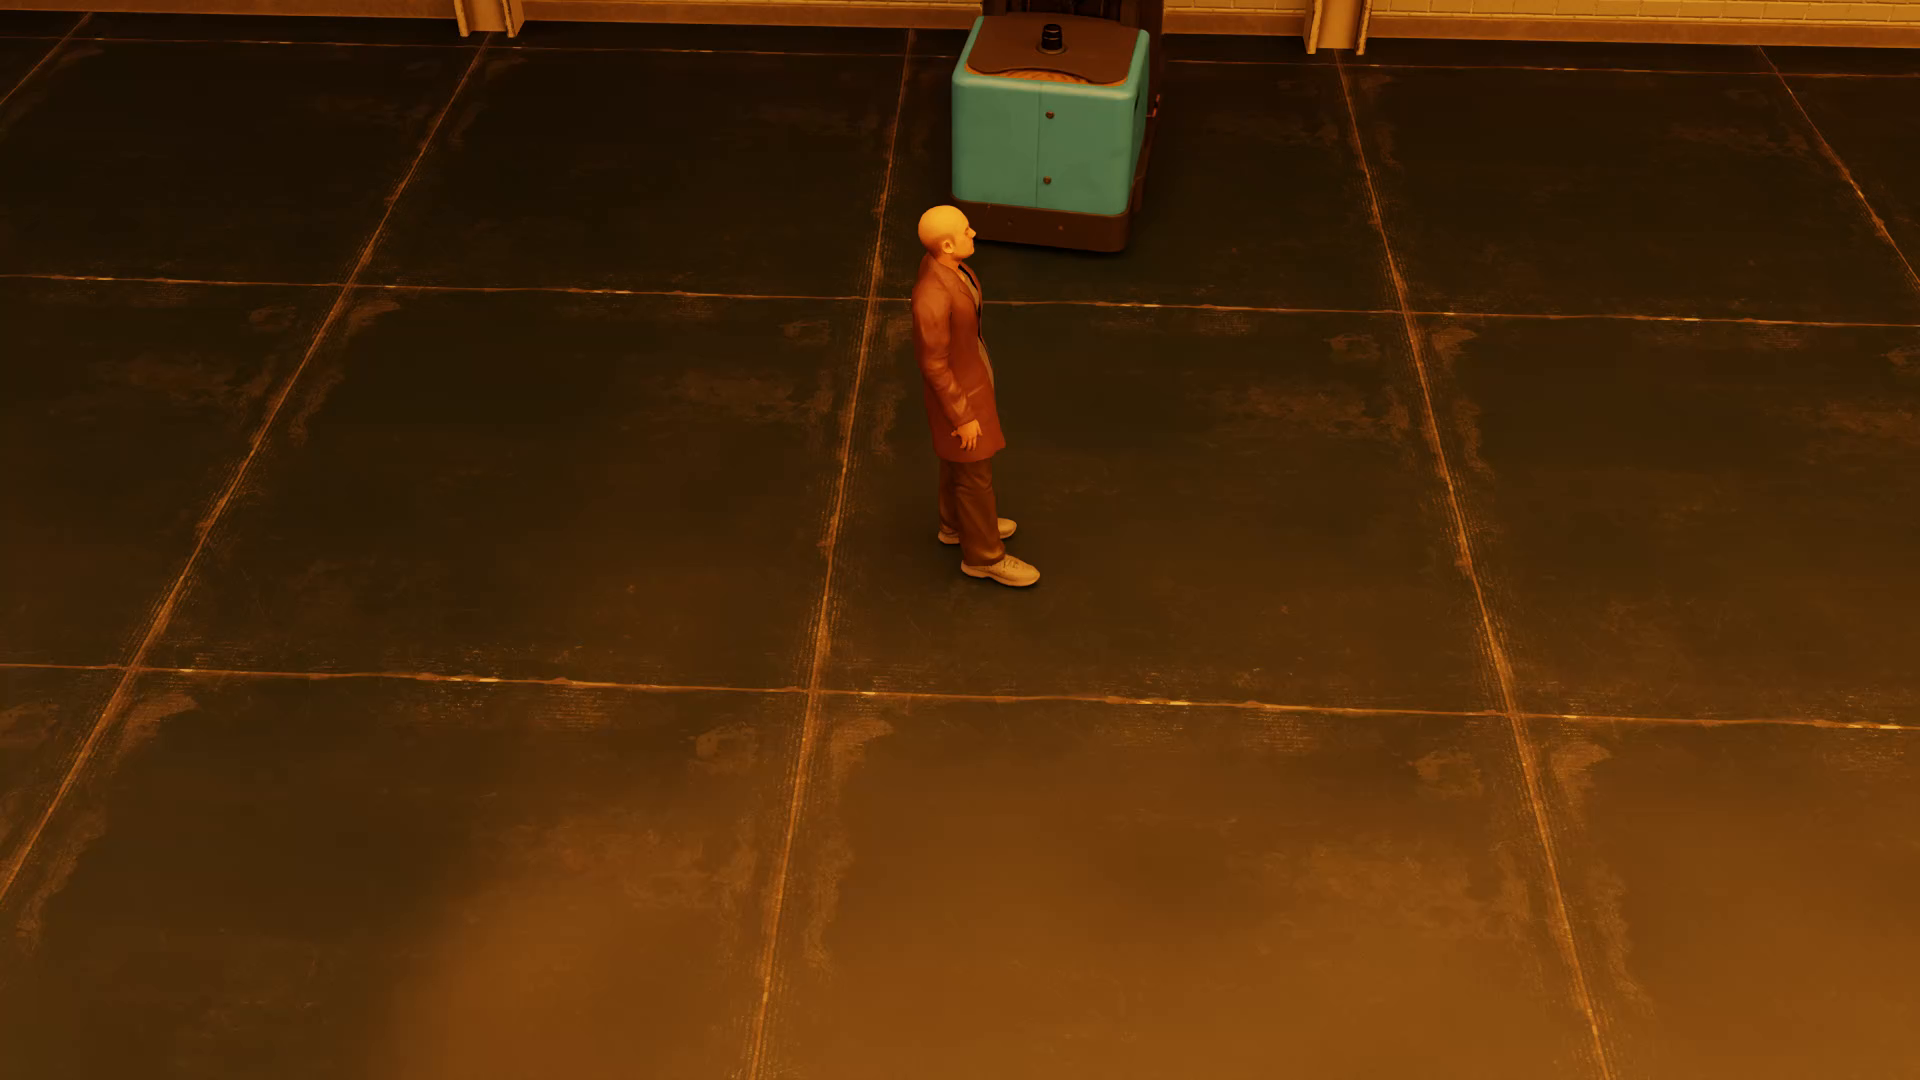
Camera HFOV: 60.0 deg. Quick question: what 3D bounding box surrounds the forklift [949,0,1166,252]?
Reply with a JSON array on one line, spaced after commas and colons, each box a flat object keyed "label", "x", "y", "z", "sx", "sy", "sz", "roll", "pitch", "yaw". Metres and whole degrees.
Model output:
[{"label": "forklift", "x": 0.726, "y": -3.752, "z": 9.852, "sx": 1.130, "sy": 2.935, "sz": 3.031, "roll": 7, "pitch": 43, "yaw": 8}]

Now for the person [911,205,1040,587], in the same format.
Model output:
[{"label": "person", "x": 0.092, "y": -0.657, "z": 7.306, "sx": 0.579, "sy": 1.778, "sz": 0.696, "roll": 2, "pitch": 42, "yaw": 2}]
